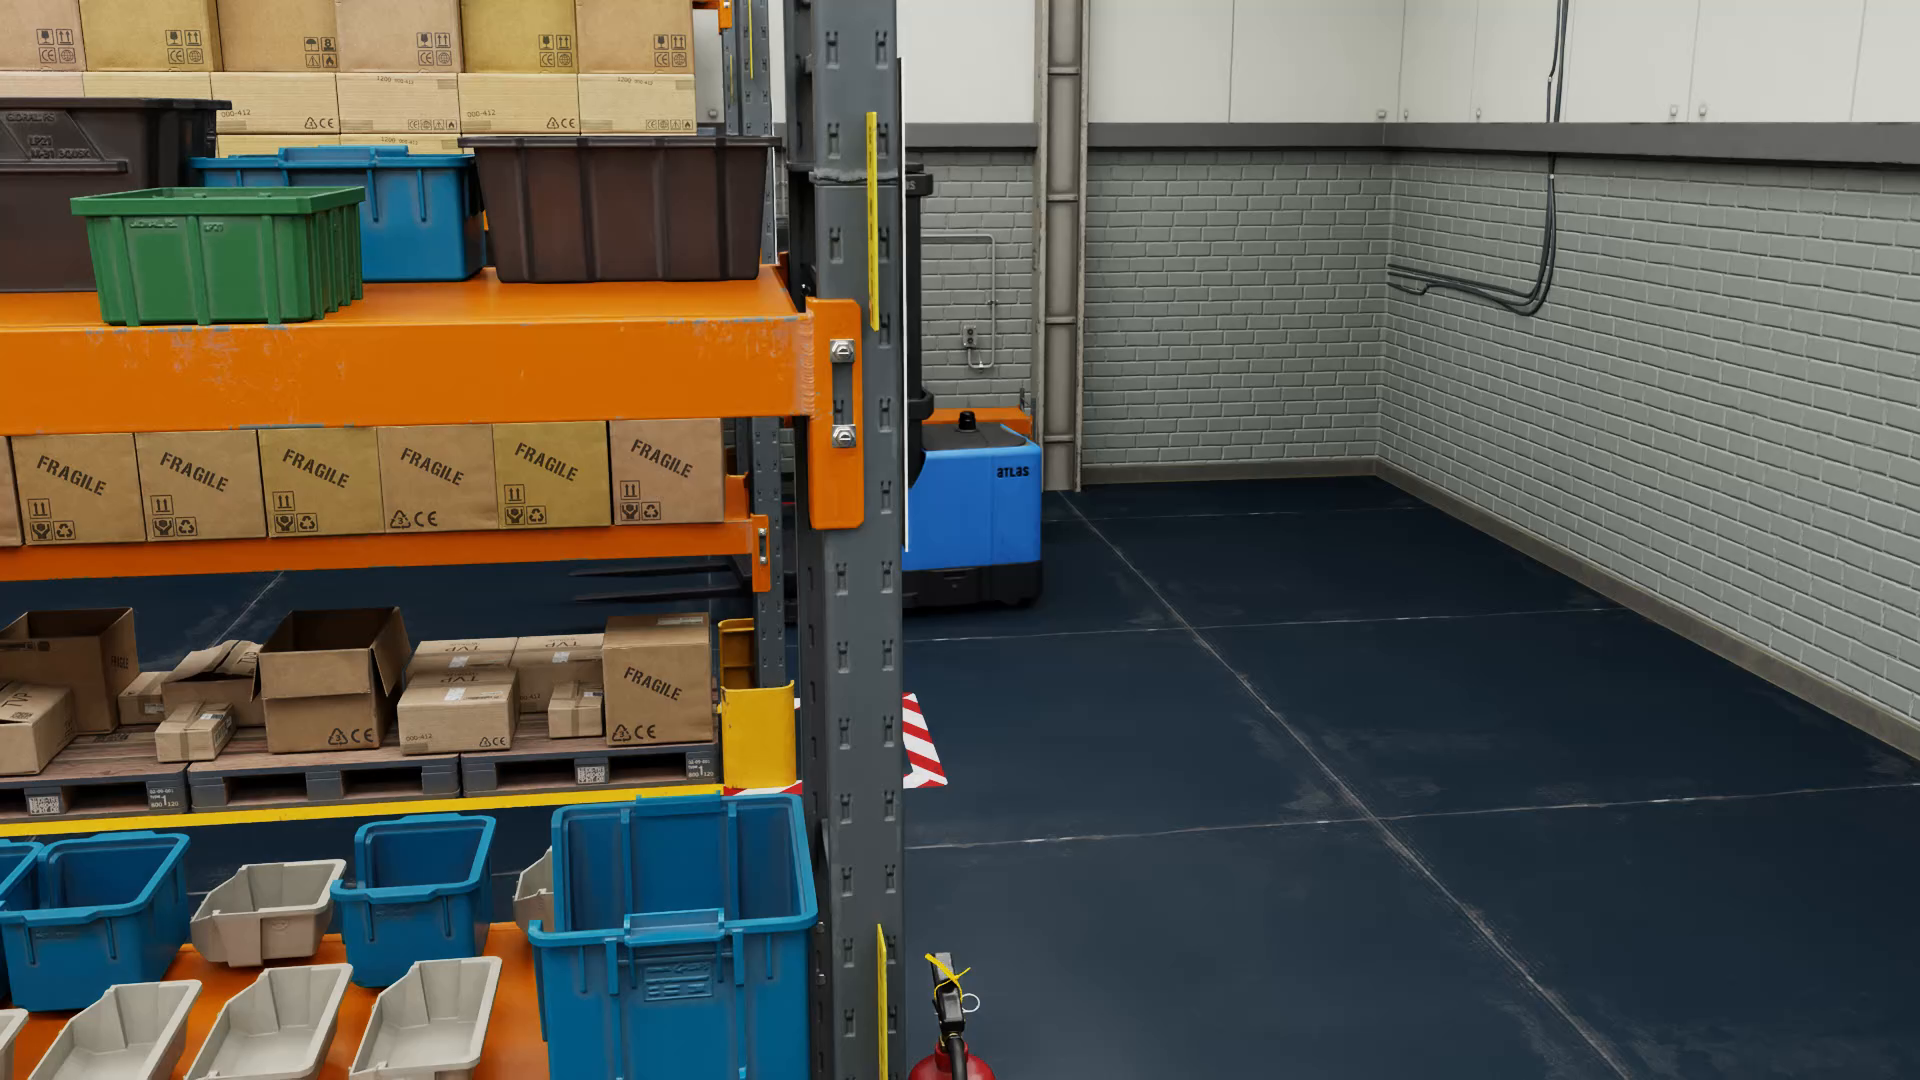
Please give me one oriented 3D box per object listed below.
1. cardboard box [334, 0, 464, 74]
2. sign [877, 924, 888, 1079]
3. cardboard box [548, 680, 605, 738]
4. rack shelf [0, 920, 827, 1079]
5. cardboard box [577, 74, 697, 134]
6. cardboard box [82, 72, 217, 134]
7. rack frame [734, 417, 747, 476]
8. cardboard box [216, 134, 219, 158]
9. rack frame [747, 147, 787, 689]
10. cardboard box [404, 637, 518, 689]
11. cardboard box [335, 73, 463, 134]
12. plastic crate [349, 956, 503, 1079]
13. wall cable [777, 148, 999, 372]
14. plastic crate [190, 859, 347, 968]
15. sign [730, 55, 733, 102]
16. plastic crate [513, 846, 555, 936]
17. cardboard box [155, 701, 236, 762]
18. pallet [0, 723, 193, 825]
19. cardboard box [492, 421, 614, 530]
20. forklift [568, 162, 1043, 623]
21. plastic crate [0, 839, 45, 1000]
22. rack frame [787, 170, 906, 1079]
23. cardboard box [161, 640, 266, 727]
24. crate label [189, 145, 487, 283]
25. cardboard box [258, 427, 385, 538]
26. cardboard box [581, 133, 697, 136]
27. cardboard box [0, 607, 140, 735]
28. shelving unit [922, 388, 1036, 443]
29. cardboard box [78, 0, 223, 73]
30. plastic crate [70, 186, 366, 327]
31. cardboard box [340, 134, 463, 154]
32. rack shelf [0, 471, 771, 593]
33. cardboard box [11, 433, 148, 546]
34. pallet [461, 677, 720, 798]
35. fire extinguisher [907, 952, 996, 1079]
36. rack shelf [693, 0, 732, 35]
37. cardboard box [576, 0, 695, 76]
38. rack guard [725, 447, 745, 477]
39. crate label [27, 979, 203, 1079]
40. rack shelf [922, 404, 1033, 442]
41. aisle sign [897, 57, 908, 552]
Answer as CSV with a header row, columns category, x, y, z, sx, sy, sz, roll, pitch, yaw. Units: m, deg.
category,x,y,z,sx,sy,sz,roll,pitch,yaw
cardboard box,-2.457,-2.332,7.427,0.500,0.500,0.700,-2,14,-8
sign,-0.134,0.836,2.885,0.005,0.325,0.100,-2,14,-8
cardboard box,-1.881,0.825,8.186,0.250,0.166,0.380,-2,14,-8
rack shelf,-2.210,1.205,3.229,4.000,0.370,1.077,-2,14,-8
cardboard box,-1.436,-1.953,7.455,0.500,0.250,0.500,-2,14,-8
cardboard box,-3.413,-1.879,7.163,0.500,0.250,0.500,-2,14,-8
rack frame,-1.708,-1.599,12.932,0.127,3.000,1.000,-2,14,-8
cardboard box,-3.414,-1.638,7.229,0.500,0.250,0.500,-2,14,-8
rack frame,-0.966,-0.408,8.182,0.127,3.000,1.000,-2,14,-8
cardboard box,-2.535,0.700,8.512,0.500,0.250,0.500,-2,14,-8
cardboard box,-2.426,-1.917,7.314,0.500,0.250,0.500,-2,14,-8
plastic crate,-1.011,0.956,3.163,0.243,0.136,0.396,-2,14,-8
wall cable,-0.583,-2.366,13.901,1.851,1.984,0.084,-2,14,-8
plastic crate,-1.526,0.829,3.670,0.298,0.136,0.250,-2,14,-8
sign,-1.641,-3.314,11.947,0.005,0.325,0.100,-2,14,-8
plastic crate,-0.855,0.804,3.768,0.298,0.136,0.250,-2,14,-8
cardboard box,-3.620,0.901,7.882,0.250,0.166,0.380,-2,14,-8
pallet,-4.242,1.065,8.041,1.213,0.211,1.003,-2,14,-8
cardboard box,-1.881,-0.355,7.765,0.500,0.500,0.500,-2,14,-8
forklift,-1.030,-1.008,10.714,3.031,2.935,1.130,-4,15,-15
plastic crate,-2.124,0.824,3.490,0.300,0.233,0.416,-2,14,-8
rack frame,-0.232,0.784,3.430,0.127,3.000,1.000,-2,14,-8
cardboard box,-3.659,0.712,8.340,0.500,0.311,0.500,-2,14,-8
crate label,-1.193,-0.643,3.260,0.502,0.251,0.408,-2,14,-8
cardboard box,-2.874,-0.320,7.626,0.500,0.500,0.500,-2,14,-9
cardboard box,-1.435,-1.708,7.508,0.500,0.250,0.500,-2,14,-8
cardboard box,-4.401,0.647,8.209,0.500,0.500,0.500,-2,14,-8
shelving unit,0.007,-0.546,12.586,1.048,1.125,0.538,-2,14,-8
cardboard box,-3.437,-2.282,7.226,0.500,0.500,0.700,-2,14,-8
plastic crate,-1.165,-0.464,2.675,0.336,0.188,0.450,-2,14,-8
cardboard box,-2.424,-1.671,7.361,0.500,0.250,0.500,-2,14,-8
rack shelf,-2.944,0.014,7.980,4.000,0.370,1.077,-2,14,-8
cardboard box,-3.871,-0.284,7.481,0.500,0.500,0.500,-2,14,-7
pallet,-1.830,0.977,8.394,1.213,0.211,1.003,-2,14,-8
fire extinguisher,-0.015,1.106,3.071,0.183,0.674,0.296,-2,14,-8
rack shelf,-3.686,-3.894,12.050,4.000,0.370,1.077,-2,14,-8
cardboard box,-1.472,-2.374,7.593,0.500,0.500,0.700,-2,14,-8
rack guard,-1.684,-0.388,13.240,0.348,0.500,1.175,-2,14,-8
crate label,-1.572,0.979,3.072,0.243,0.136,0.396,-2,14,-8
rack shelf,0.007,-0.830,12.515,1.000,0.278,0.538,-2,14,-8
aisle sign,-0.117,-0.409,2.843,0.004,0.787,0.394,-2,14,-8
